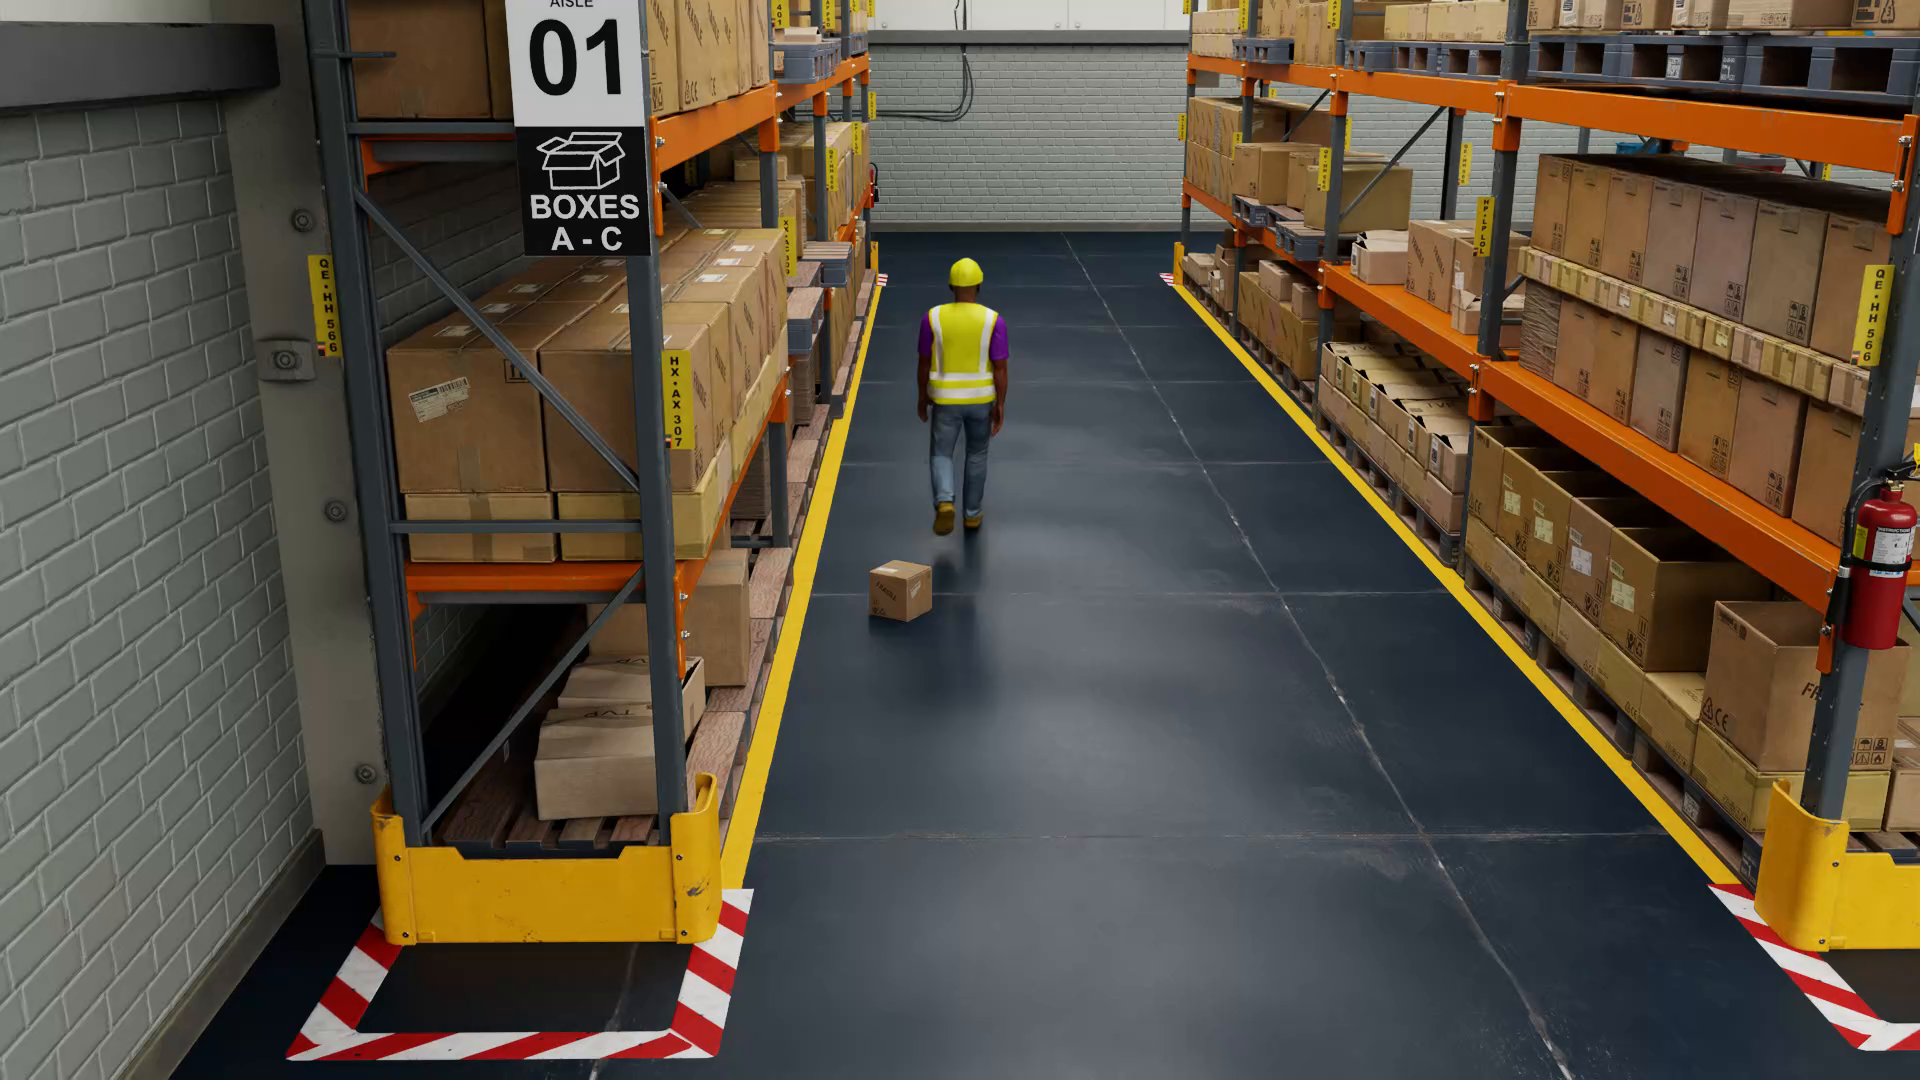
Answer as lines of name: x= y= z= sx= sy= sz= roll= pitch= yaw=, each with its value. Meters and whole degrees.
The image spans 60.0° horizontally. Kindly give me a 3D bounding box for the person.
person: x=0.015 y=-0.872 z=10.315 sx=0.564 sy=1.739 sz=0.859 roll=0 pitch=17 yaw=0
